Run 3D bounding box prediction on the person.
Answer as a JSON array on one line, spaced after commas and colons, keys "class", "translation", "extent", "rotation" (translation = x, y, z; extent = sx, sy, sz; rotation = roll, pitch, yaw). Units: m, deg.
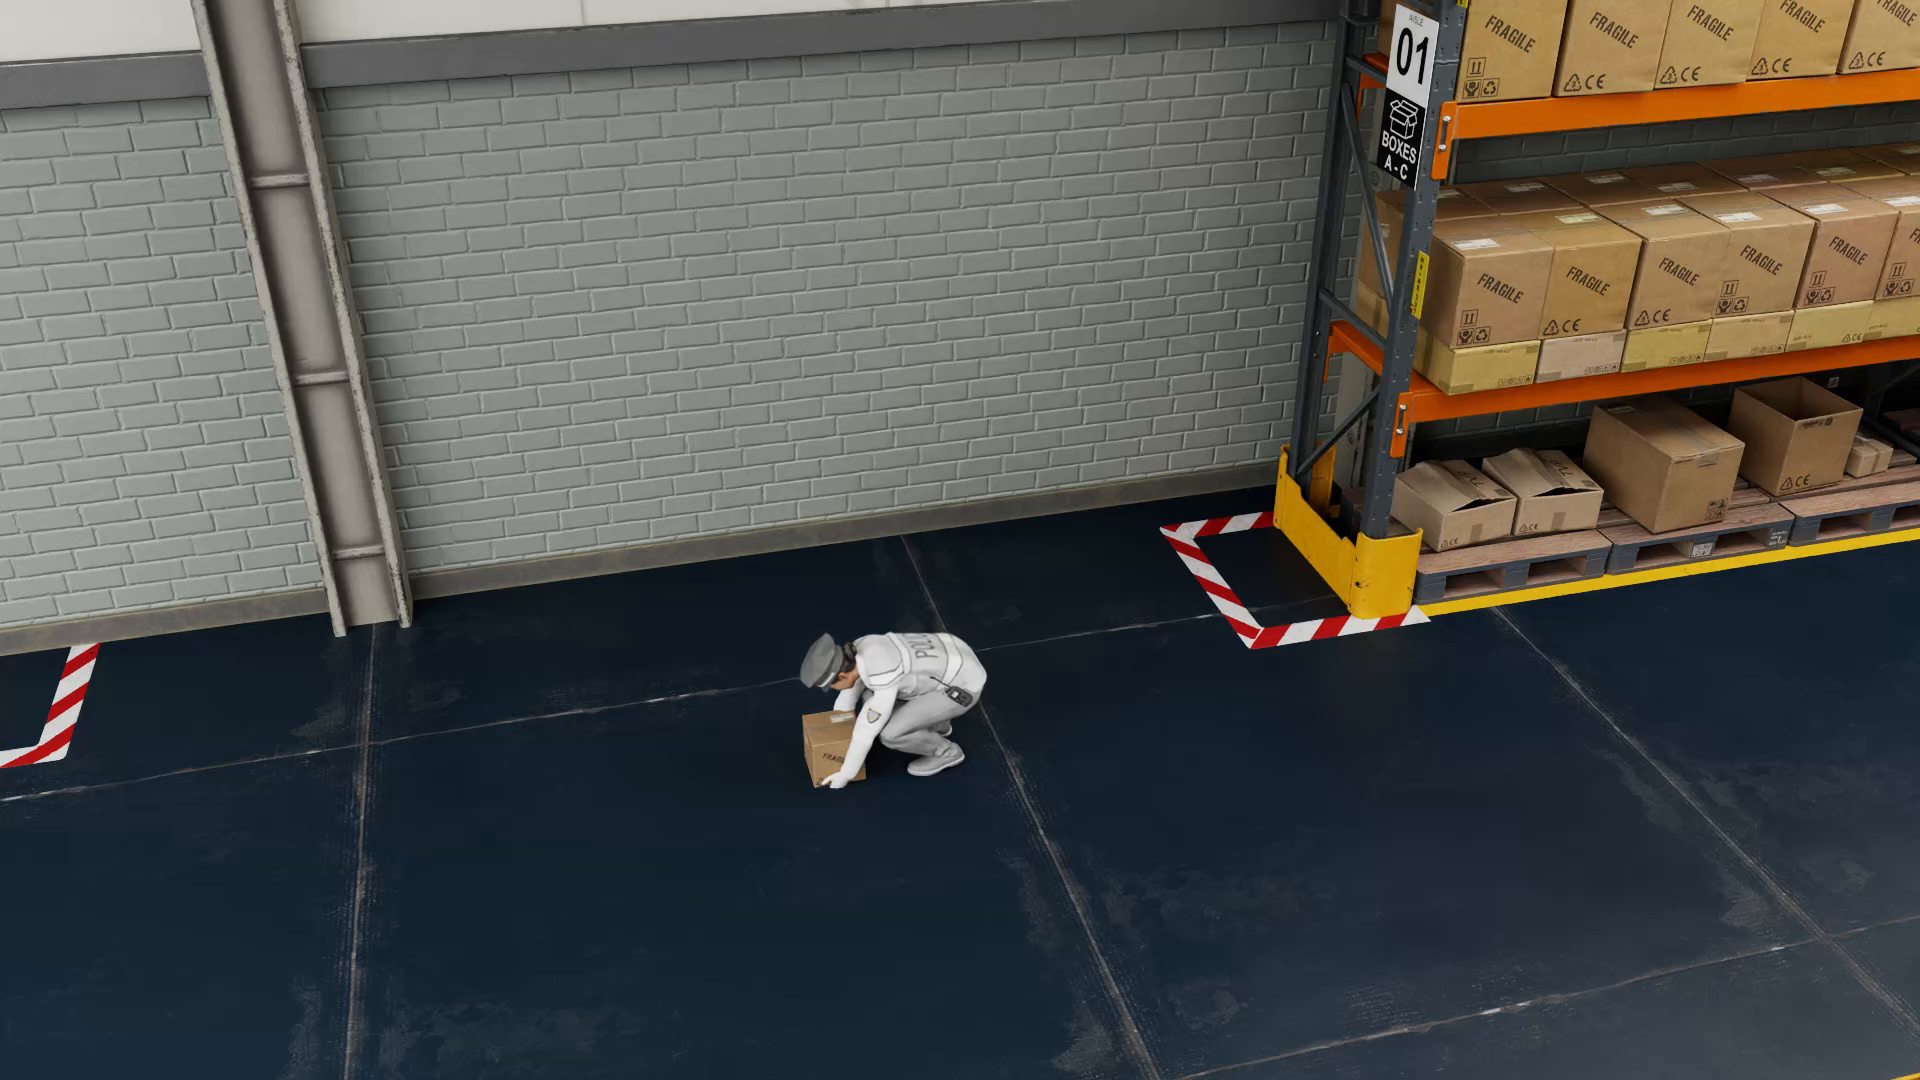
[{"class": "person", "translation": [-0.317, 0.753, 7.887], "extent": [0.894, 0.835, 0.467], "rotation": [-8, 31, -14]}]
